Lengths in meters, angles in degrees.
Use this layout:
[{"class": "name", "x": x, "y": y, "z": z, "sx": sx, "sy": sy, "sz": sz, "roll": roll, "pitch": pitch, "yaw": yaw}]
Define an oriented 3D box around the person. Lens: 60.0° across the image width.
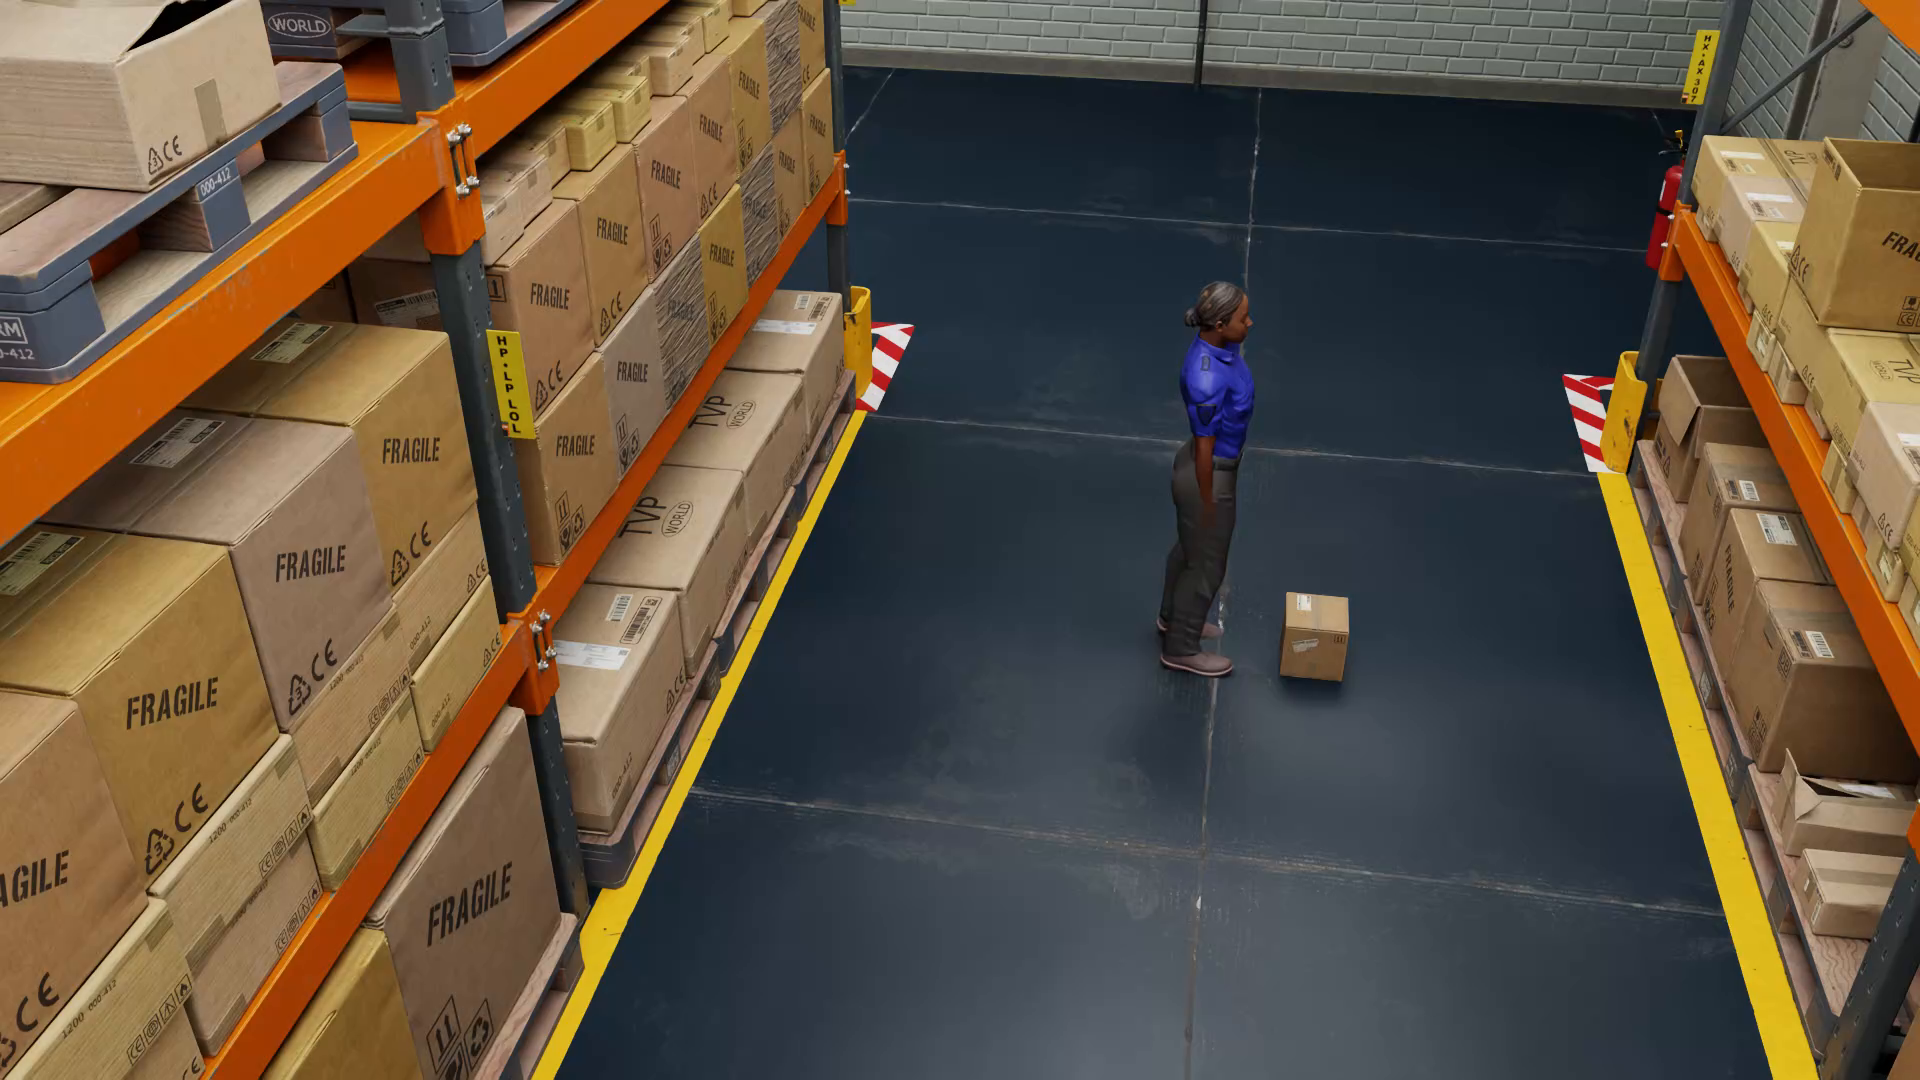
[{"class": "person", "x": 0.983, "y": -0.229, "z": 6.530, "sx": 0.326, "sy": 1.691, "sz": 0.438, "roll": 6, "pitch": 33, "yaw": 9}]
